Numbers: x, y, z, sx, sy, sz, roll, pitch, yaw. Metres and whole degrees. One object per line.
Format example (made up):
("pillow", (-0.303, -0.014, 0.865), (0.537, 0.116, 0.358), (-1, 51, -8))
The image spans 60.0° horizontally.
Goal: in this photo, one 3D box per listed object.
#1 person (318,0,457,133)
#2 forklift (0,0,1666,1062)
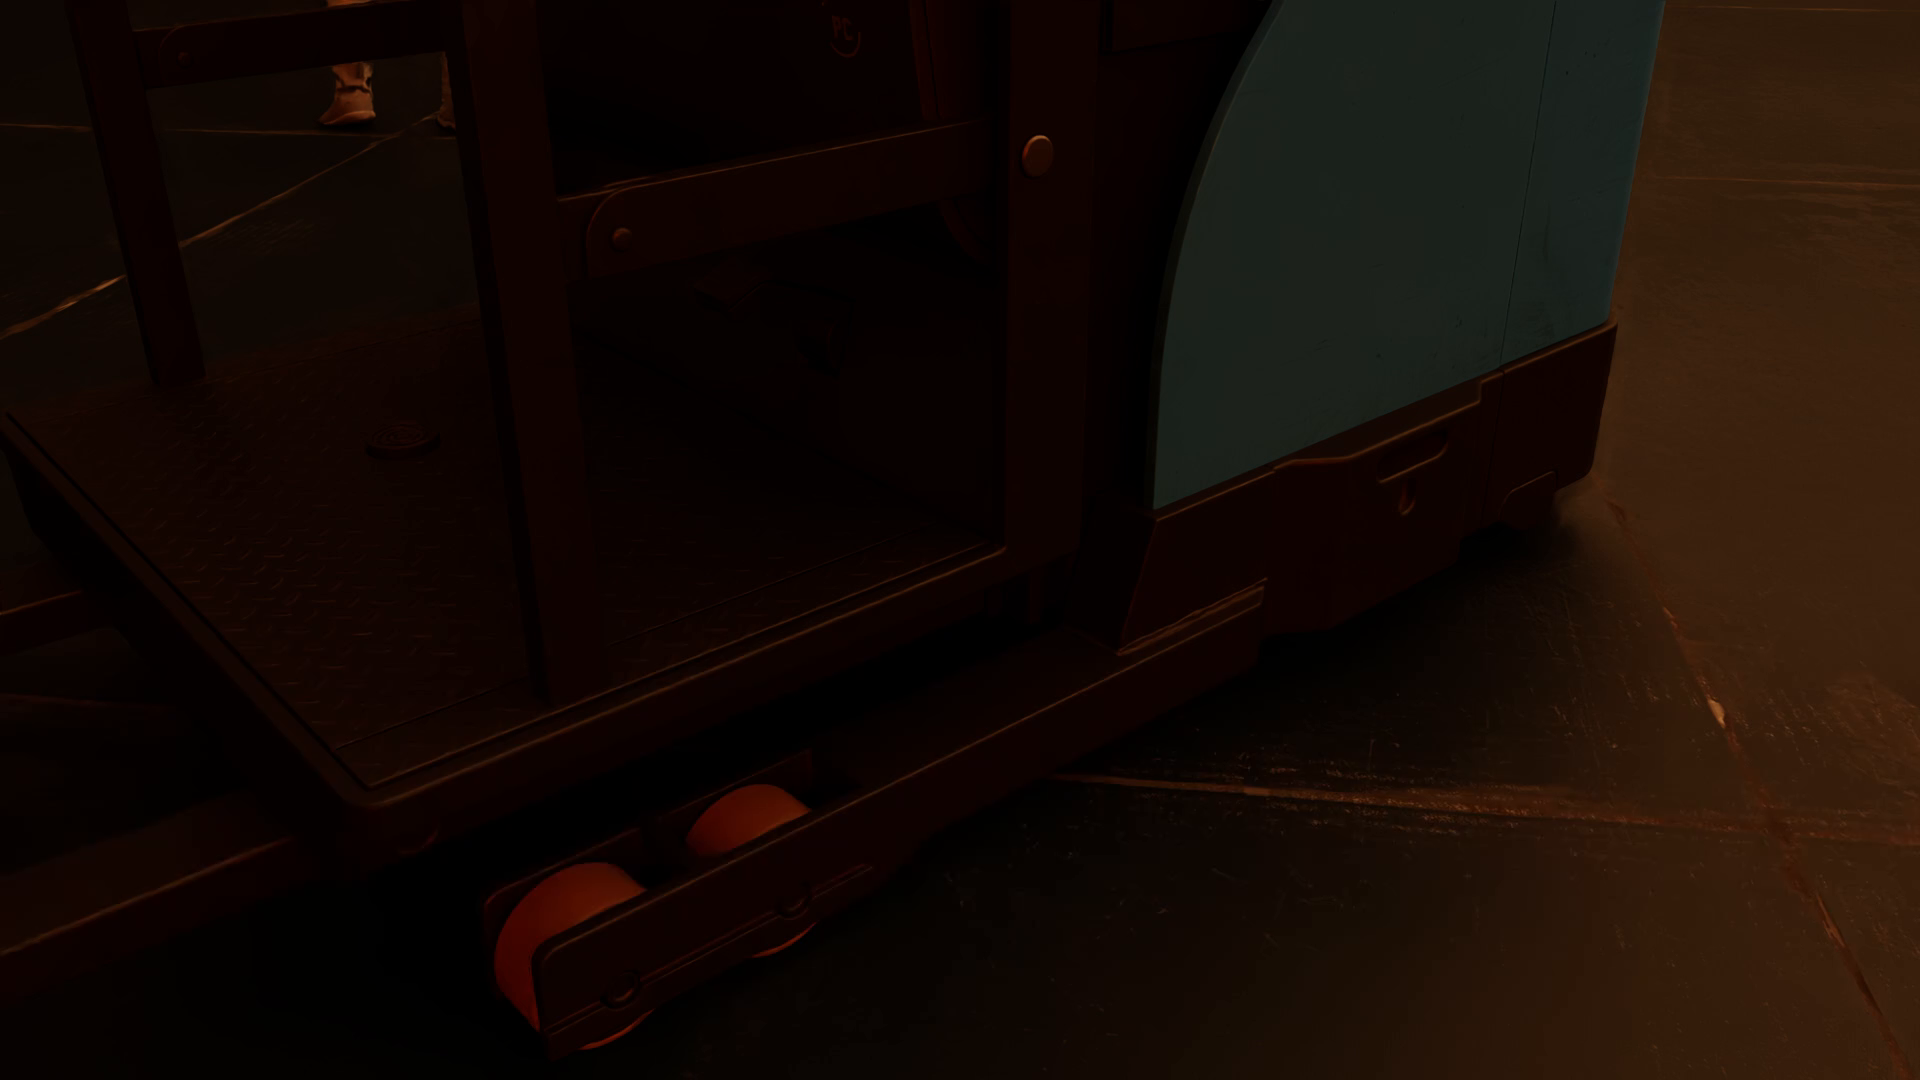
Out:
("person", (-1.617, -1.981, 4.667), (0.573, 1.701, 0.506), (-13, 29, -25))
("forklift", (-0.462, -1.103, 1.429), (3.031, 2.935, 1.130), (-21, 34, -36))
